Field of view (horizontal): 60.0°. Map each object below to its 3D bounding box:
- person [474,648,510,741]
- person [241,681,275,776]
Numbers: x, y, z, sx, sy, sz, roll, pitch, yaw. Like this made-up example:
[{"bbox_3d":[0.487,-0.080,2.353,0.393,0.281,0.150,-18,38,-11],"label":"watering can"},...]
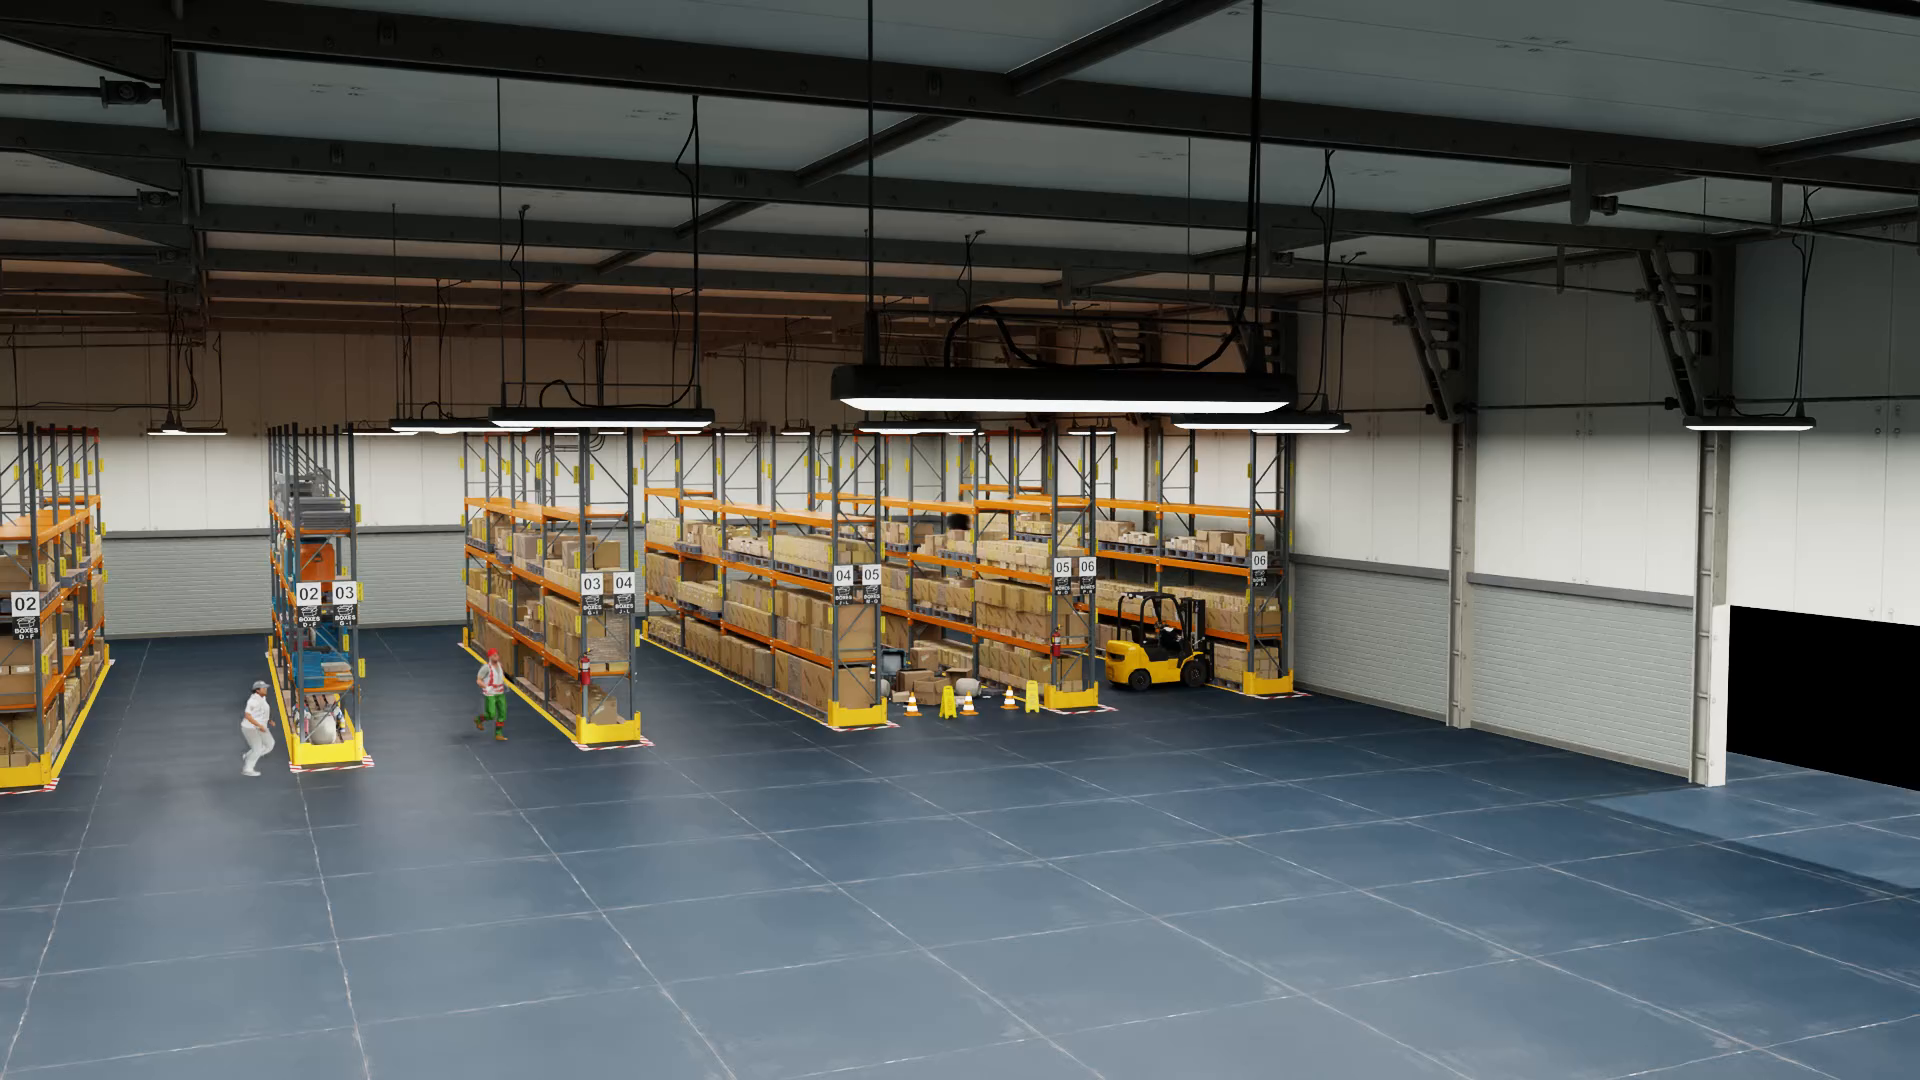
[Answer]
[{"bbox_3d":[-8.916,2.925,31.624,0.827,1.752,0.663,3,4,36],"label":"person"},{"bbox_3d":[-11.982,3.200,28.293,0.520,1.618,0.582,0,3,1],"label":"person"}]
